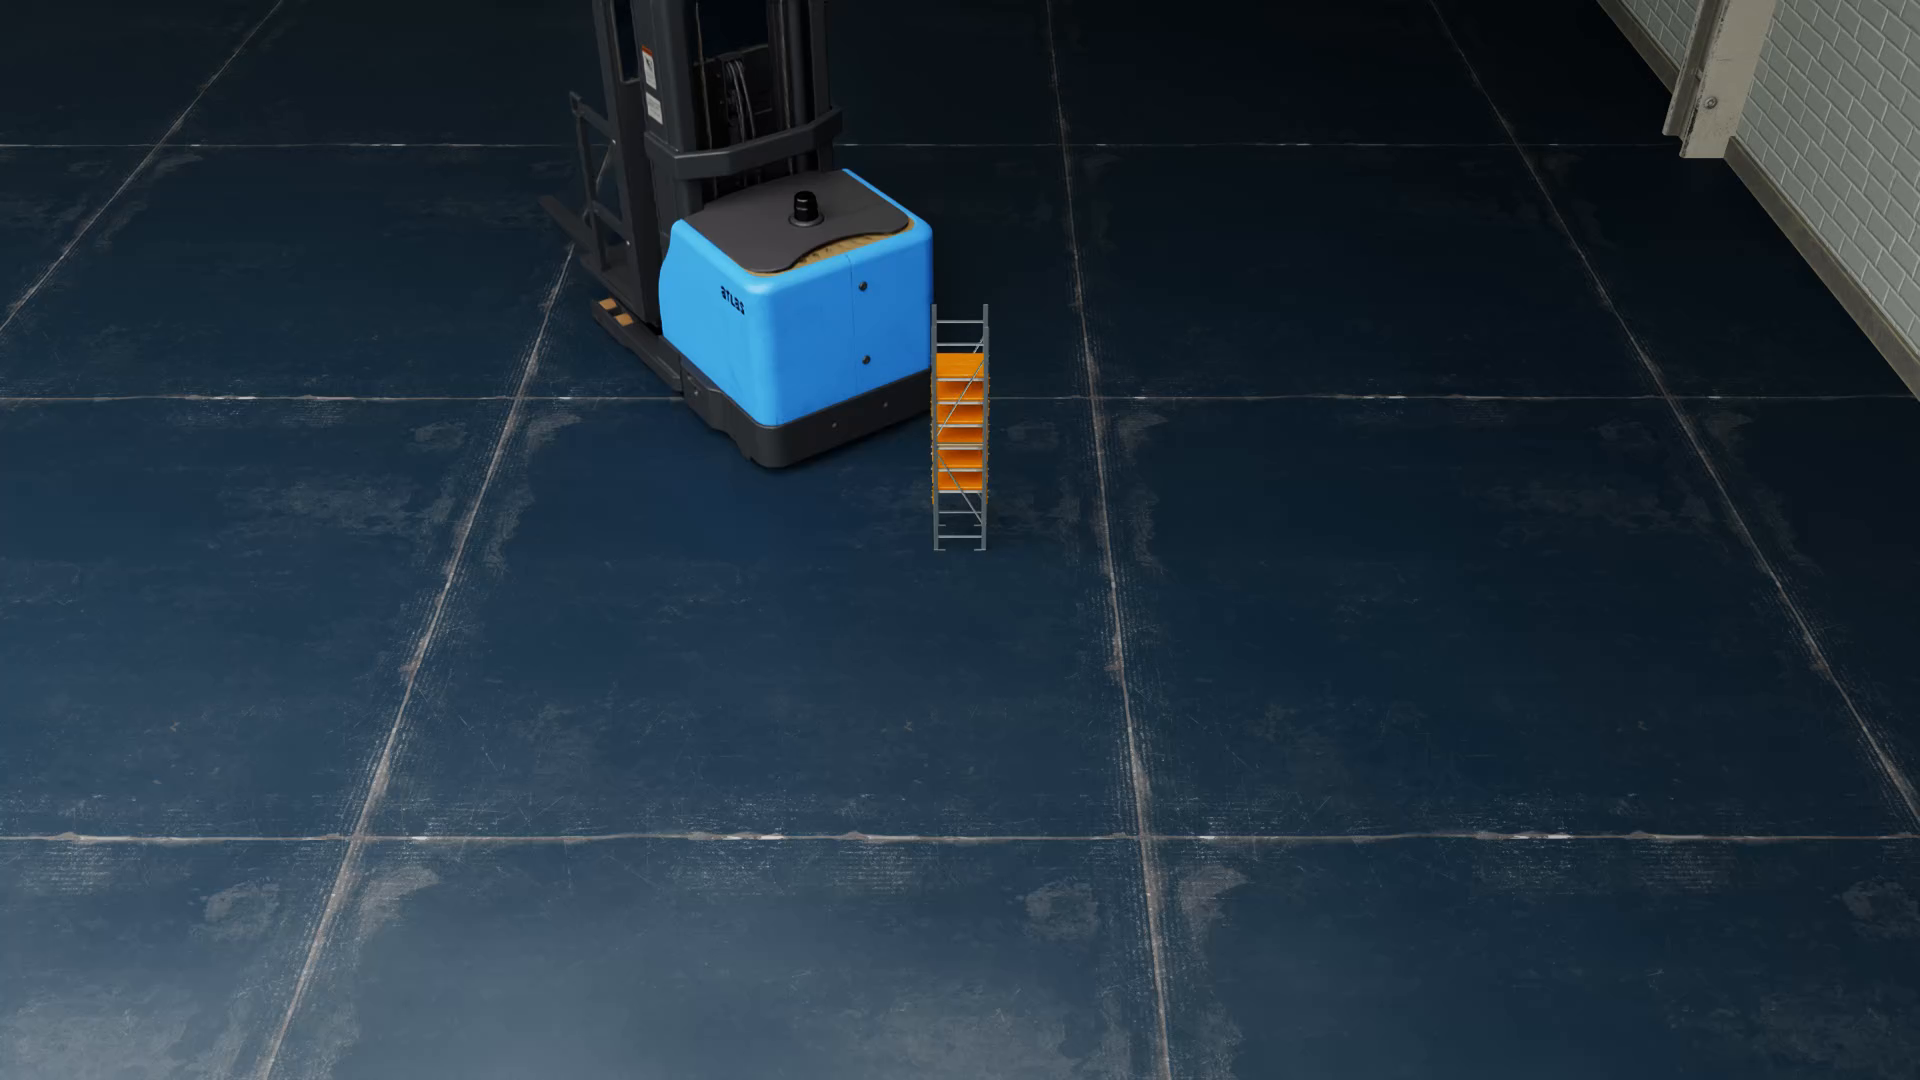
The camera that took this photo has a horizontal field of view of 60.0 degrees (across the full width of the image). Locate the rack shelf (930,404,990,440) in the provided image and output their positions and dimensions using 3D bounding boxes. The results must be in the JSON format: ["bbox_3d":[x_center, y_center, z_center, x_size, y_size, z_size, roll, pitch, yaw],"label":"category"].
[{"bbox_3d":[0.000,-0.536,7.339,0.258,0.103,0.180,0,39,0],"label":"rack shelf"}]

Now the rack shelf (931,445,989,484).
[{"bbox_3d":[0.000,-0.349,7.489,0.258,0.103,0.180,0,39,0],"label":"rack shelf"}]

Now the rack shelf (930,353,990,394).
[{"bbox_3d":[0.000,-0.724,7.189,0.258,0.103,0.180,0,39,0],"label":"rack shelf"}]

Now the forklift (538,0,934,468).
[{"bbox_3d":[-1.377,-2.371,8.365,1.130,2.935,3.031,-24,45,-27],"label":"forklift"}]

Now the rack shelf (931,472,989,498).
[{"bbox_3d":[0.000,-0.255,7.564,0.258,0.103,0.180,0,39,0],"label":"rack shelf"}]

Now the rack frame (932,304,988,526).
[{"bbox_3d":[0.000,-0.534,7.457,0.240,1.200,0.006,0,39,0],"label":"rack frame"}]

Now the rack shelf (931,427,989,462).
[{"bbox_3d":[0.000,-0.443,7.414,0.258,0.103,0.180,0,39,0],"label":"rack shelf"}]

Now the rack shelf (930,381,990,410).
[{"bbox_3d":[0.000,-0.630,7.264,0.258,0.103,0.180,0,39,0],"label":"rack shelf"}]

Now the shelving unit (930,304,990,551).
[{"bbox_3d":[0.000,-0.477,7.386,0.258,1.200,0.189,0,39,0],"label":"shelving unit"}]

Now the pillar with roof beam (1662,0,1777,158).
[{"bbox_3d":[0.565,-6.130,8.203,9.100,9.000,0.400,0,39,0],"label":"pillar with roof beam"}]

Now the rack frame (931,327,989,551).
[{"bbox_3d":[0.000,-0.420,7.315,0.240,1.200,0.006,0,39,0],"label":"rack frame"}]
